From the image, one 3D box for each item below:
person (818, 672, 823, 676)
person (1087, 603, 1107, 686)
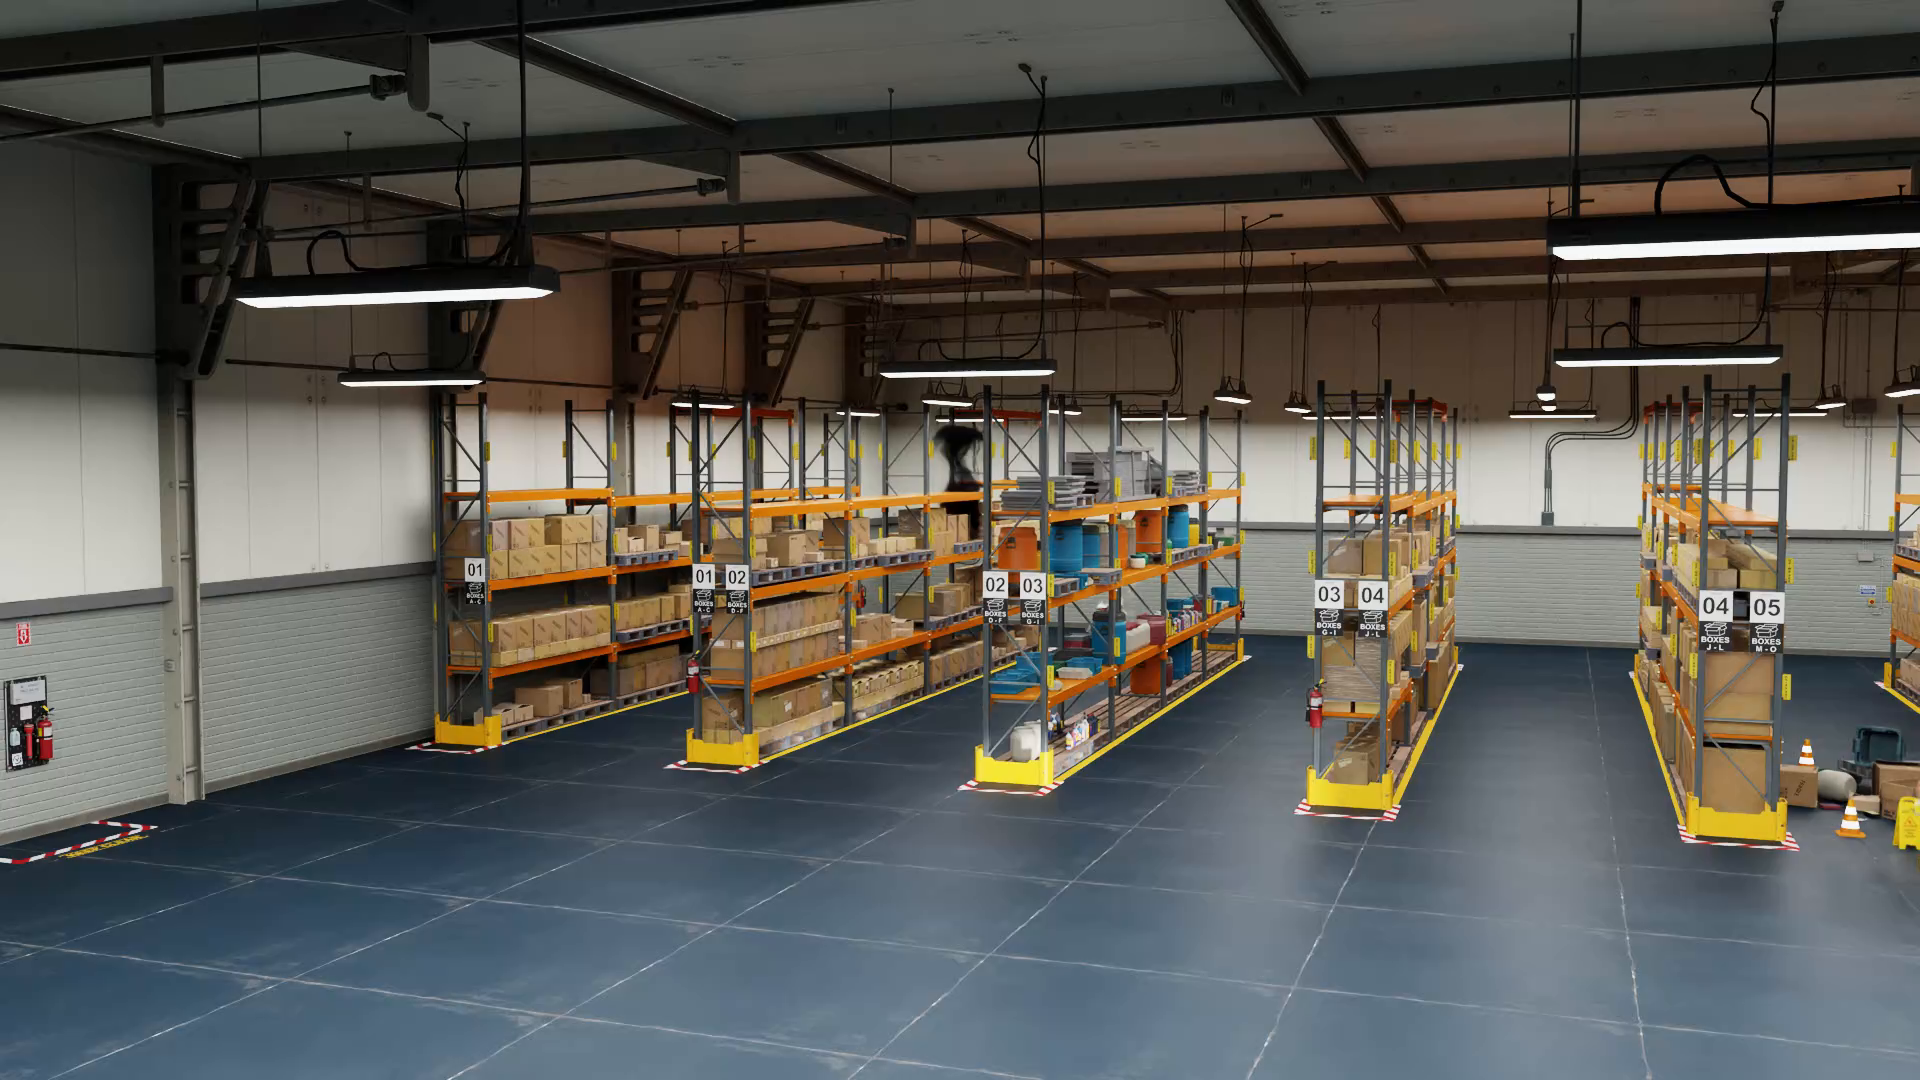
[{"bbox_3d":[-2.871,2.328,33.743,0.658,1.773,1.135,1,3,17],"label":"person"},{"bbox_3d":[3.064,2.243,35.839,0.671,1.772,0.798,1,3,16],"label":"person"}]
